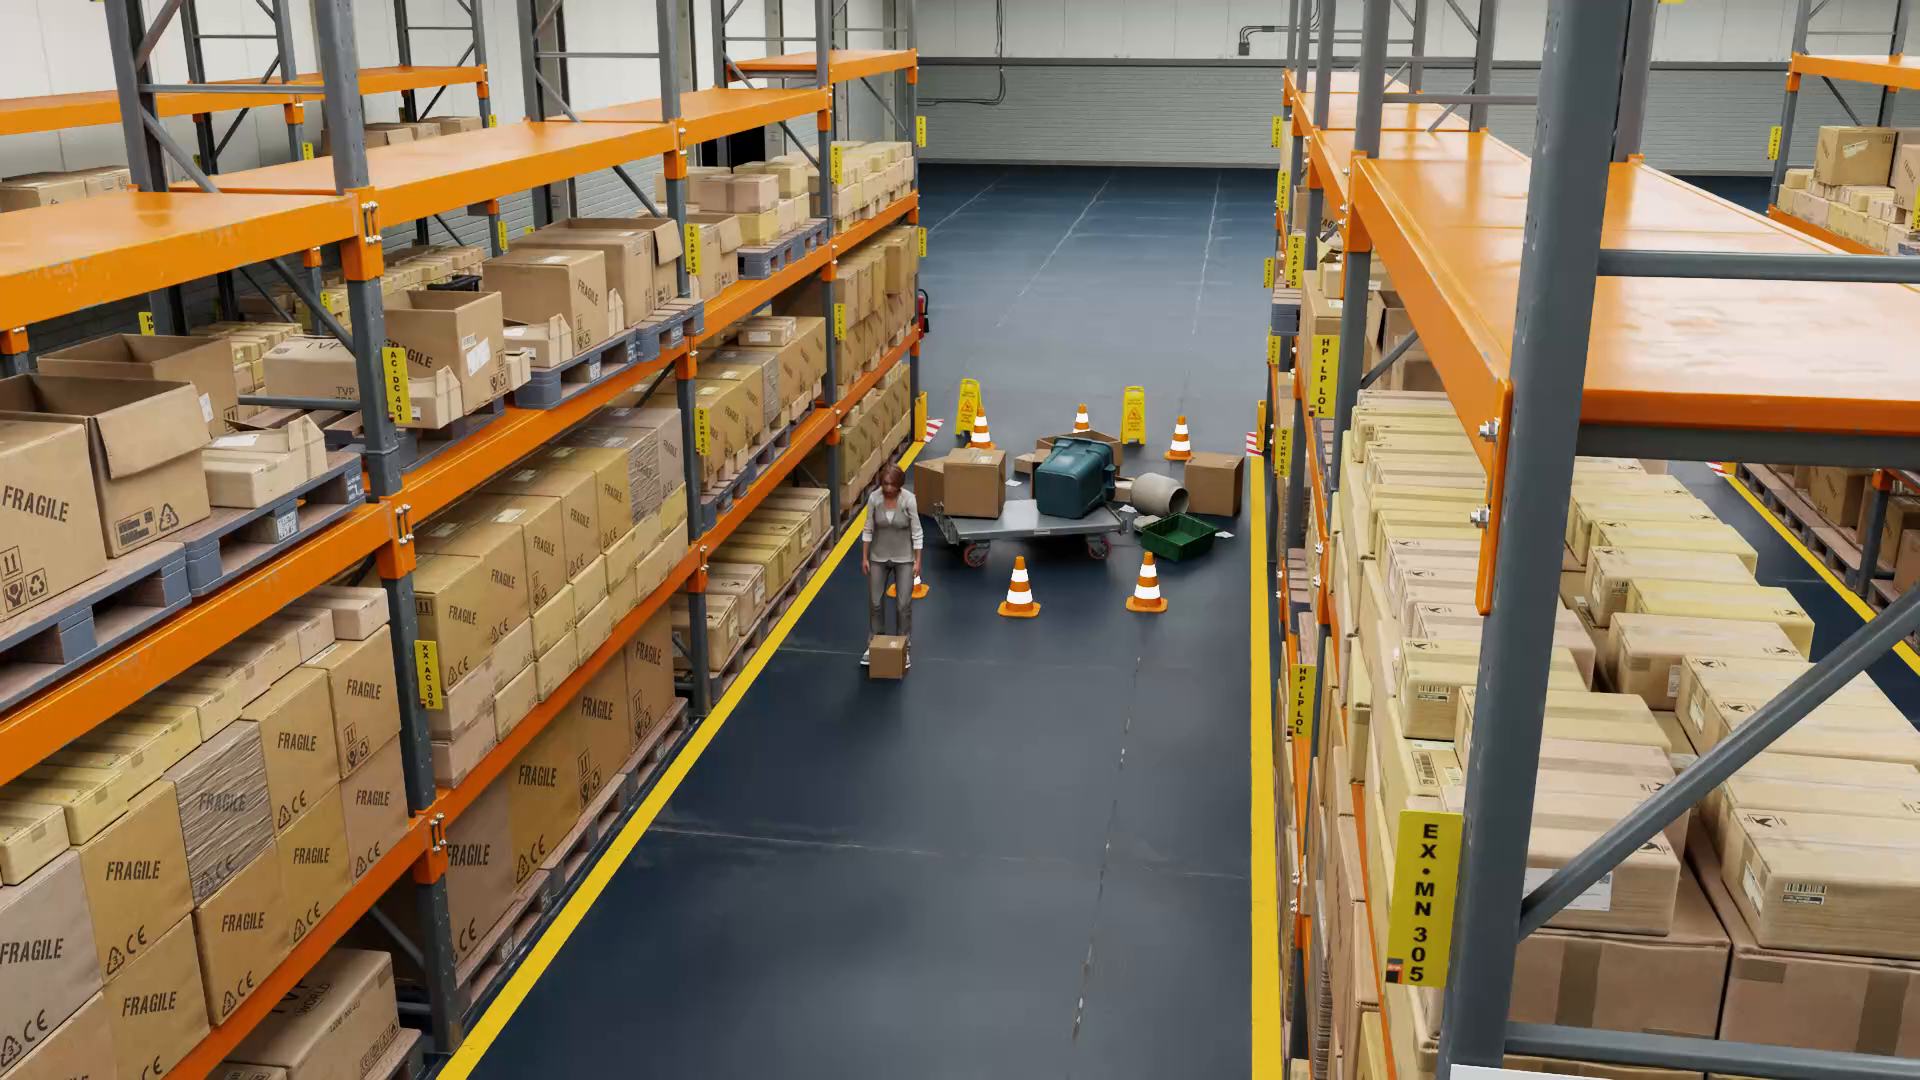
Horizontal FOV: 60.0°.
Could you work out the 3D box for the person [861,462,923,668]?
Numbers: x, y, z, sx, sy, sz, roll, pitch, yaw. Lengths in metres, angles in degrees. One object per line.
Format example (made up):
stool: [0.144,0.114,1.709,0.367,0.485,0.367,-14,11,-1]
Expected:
person: [-0.514,0.176,12.541,0.469,1.591,0.366,3,18,8]
